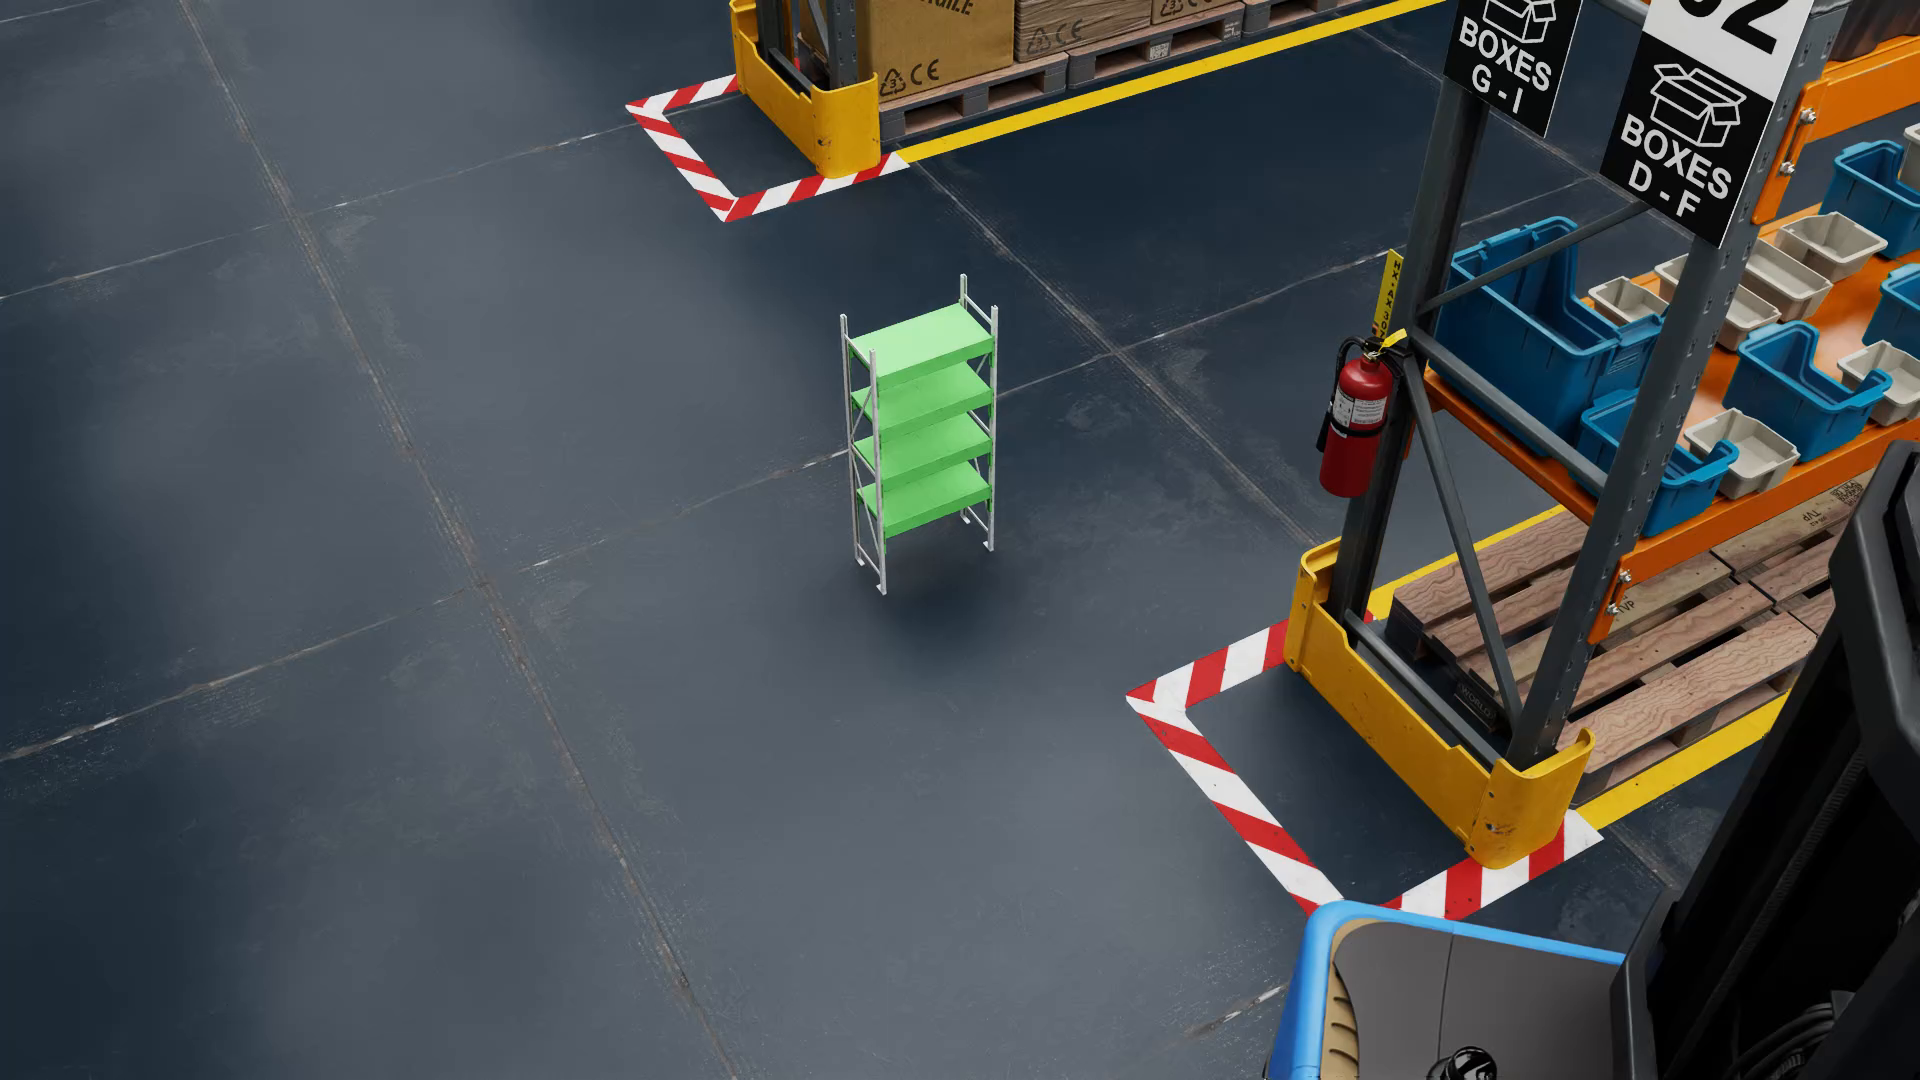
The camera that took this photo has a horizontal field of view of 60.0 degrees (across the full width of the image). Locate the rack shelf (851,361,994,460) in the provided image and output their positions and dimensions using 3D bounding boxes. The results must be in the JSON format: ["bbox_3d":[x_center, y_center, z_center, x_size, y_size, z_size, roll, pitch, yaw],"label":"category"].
[{"bbox_3d":[-0.144,-0.500,6.150,0.480,0.148,0.258,-22,48,-21],"label":"rack shelf"}]

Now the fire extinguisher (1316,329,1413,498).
[{"bbox_3d":[1.295,-0.437,5.370,0.183,0.674,0.296,-22,48,-21],"label":"fire extinguisher"}]

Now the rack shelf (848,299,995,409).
[{"bbox_3d":[-0.144,-0.672,5.983,0.480,0.148,0.258,-22,48,-21],"label":"rack shelf"}]

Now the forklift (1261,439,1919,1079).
[{"bbox_3d":[2.252,1.197,3.412,3.031,2.935,1.130,9,45,10],"label":"forklift"}]

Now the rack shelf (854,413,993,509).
[{"bbox_3d":[-0.144,-0.327,6.317,0.480,0.148,0.258,-22,48,-21],"label":"rack shelf"}]

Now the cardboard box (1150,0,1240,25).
[{"bbox_3d":[1.260,-3.651,9.582,0.875,0.875,0.875,-22,48,-21],"label":"cardboard box"}]

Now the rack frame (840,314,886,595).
[{"bbox_3d":[-0.355,-0.288,6.186,0.015,1.200,0.240,-22,48,-21],"label":"rack frame"}]

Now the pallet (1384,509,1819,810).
[{"bbox_3d":[2.386,0.361,6.226,1.213,0.211,1.003,-22,48,-21],"label":"pallet"}]

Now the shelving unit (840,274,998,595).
[{"bbox_3d":[-0.144,-0.373,6.273,0.503,1.200,0.258,-22,48,-21],"label":"shelving unit"}]

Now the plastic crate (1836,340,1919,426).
[{"bbox_3d":[2.938,-0.487,5.244,0.298,0.136,0.250,-22,48,-21],"label":"plastic crate"}]

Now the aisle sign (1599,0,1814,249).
[{"bbox_3d":[1.738,-1.105,3.868,0.004,0.787,0.394,-22,48,-21],"label":"aisle sign"}]

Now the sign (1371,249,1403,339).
[{"bbox_3d":[1.364,-0.762,5.264,0.005,0.325,0.100,-22,48,-21],"label":"sign"}]

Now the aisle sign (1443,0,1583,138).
[{"bbox_3d":[1.444,-1.462,4.236,0.004,0.787,0.394,-22,48,-21],"label":"aisle sign"}]

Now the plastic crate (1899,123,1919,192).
[{"bbox_3d":[3.705,-1.325,6.004,0.530,0.282,0.437,-22,48,-21],"label":"plastic crate"}]

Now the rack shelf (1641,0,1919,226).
[{"bbox_3d":[3.386,-1.889,4.905,4.000,0.370,1.077,-22,48,-21],"label":"rack shelf"}]

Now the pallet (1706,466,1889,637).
[{"bbox_3d":[3.443,-0.059,6.659,1.213,0.211,1.003,-22,48,-21],"label":"pallet"}]

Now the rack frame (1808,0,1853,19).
[{"bbox_3d":[1.652,-2.530,2.895,0.127,3.000,1.000,-22,48,-21],"label":"rack frame"}]

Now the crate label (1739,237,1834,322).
[{"bbox_3d":[2.757,-0.899,5.669,0.243,0.136,0.396,-22,48,-21],"label":"crate label"}]

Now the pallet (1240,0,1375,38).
[{"bbox_3d":[1.955,-3.538,10.244,1.213,0.211,1.003,-22,48,-21],"label":"pallet"}]

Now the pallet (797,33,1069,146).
[{"bbox_3d":[-0.161,-2.692,9.372,1.213,0.211,1.003,-22,48,-21],"label":"pallet"}]

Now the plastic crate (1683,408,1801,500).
[{"bbox_3d":[2.349,-0.252,5.002,0.298,0.136,0.250,-22,48,-21],"label":"plastic crate"}]

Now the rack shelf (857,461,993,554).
[{"bbox_3d":[-0.144,-0.155,6.485,0.480,0.148,0.258,-22,48,-21],"label":"rack shelf"}]

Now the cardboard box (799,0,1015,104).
[{"bbox_3d":[-0.300,-3.026,8.939,0.875,0.875,0.875,-22,48,-21],"label":"cardboard box"}]

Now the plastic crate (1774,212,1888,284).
[{"bbox_3d":[3.004,-1.013,5.786,0.250,0.136,0.298,-22,48,-21],"label":"plastic crate"}]

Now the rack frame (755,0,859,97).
[{"bbox_3d":[-0.815,-3.368,8.066,0.127,3.000,1.000,-22,48,-21],"label":"rack frame"}]

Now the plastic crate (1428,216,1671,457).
[{"bbox_3d":[1.849,-0.640,5.187,0.499,0.435,0.616,-22,48,-21],"label":"plastic crate"}]

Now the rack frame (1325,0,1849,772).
[{"bbox_3d":[1.652,-0.377,4.984,0.127,3.000,1.000,-22,48,-21],"label":"rack frame"}]

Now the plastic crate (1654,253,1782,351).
[{"bbox_3d":[2.527,-0.788,5.554,0.243,0.136,0.396,-22,48,-21],"label":"plastic crate"}]

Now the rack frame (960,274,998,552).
[{"bbox_3d":[0.068,-0.458,6.360,0.015,1.200,0.240,-22,48,-21],"label":"rack frame"}]

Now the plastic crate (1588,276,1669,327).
[{"bbox_3d":[2.269,-0.696,5.460,0.243,0.136,0.396,-22,48,-21],"label":"plastic crate"}]

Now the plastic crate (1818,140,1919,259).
[{"bbox_3d":[3.305,-1.206,5.916,0.300,0.233,0.416,-22,48,-21],"label":"plastic crate"}]

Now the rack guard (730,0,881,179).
[{"bbox_3d":[-0.836,-2.462,8.928,0.348,0.500,1.175,-22,48,-21],"label":"rack guard"}]

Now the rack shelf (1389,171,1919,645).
[{"bbox_3d":[3.386,-0.812,5.950,4.000,0.370,1.077,-22,48,-21],"label":"rack shelf"}]

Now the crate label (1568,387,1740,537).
[{"bbox_3d":[2.030,-0.225,4.905,0.303,0.233,0.416,-22,48,-21],"label":"crate label"}]

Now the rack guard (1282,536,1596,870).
[{"bbox_3d":[1.638,0.536,5.838,0.348,0.500,1.175,-22,48,-21],"label":"rack guard"}]

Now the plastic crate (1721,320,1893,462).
[{"bbox_3d":[2.601,-0.453,5.141,0.300,0.233,0.416,-22,48,-21],"label":"plastic crate"}]

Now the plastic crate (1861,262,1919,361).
[{"bbox_3d":[3.172,-0.682,5.376,0.300,0.233,0.416,-22,48,-21],"label":"plastic crate"}]

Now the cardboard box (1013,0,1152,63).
[{"bbox_3d":[0.489,-3.342,9.264,0.875,0.875,0.875,-22,48,-21],"label":"cardboard box"}]

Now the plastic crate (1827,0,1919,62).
[{"bbox_3d":[2.125,-1.372,3.949,0.590,0.269,0.497,-22,48,-21],"label":"plastic crate"}]

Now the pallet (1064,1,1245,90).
[{"bbox_3d":[0.895,-3.112,9.805,1.213,0.211,1.003,-22,48,-21],"label":"pallet"}]
